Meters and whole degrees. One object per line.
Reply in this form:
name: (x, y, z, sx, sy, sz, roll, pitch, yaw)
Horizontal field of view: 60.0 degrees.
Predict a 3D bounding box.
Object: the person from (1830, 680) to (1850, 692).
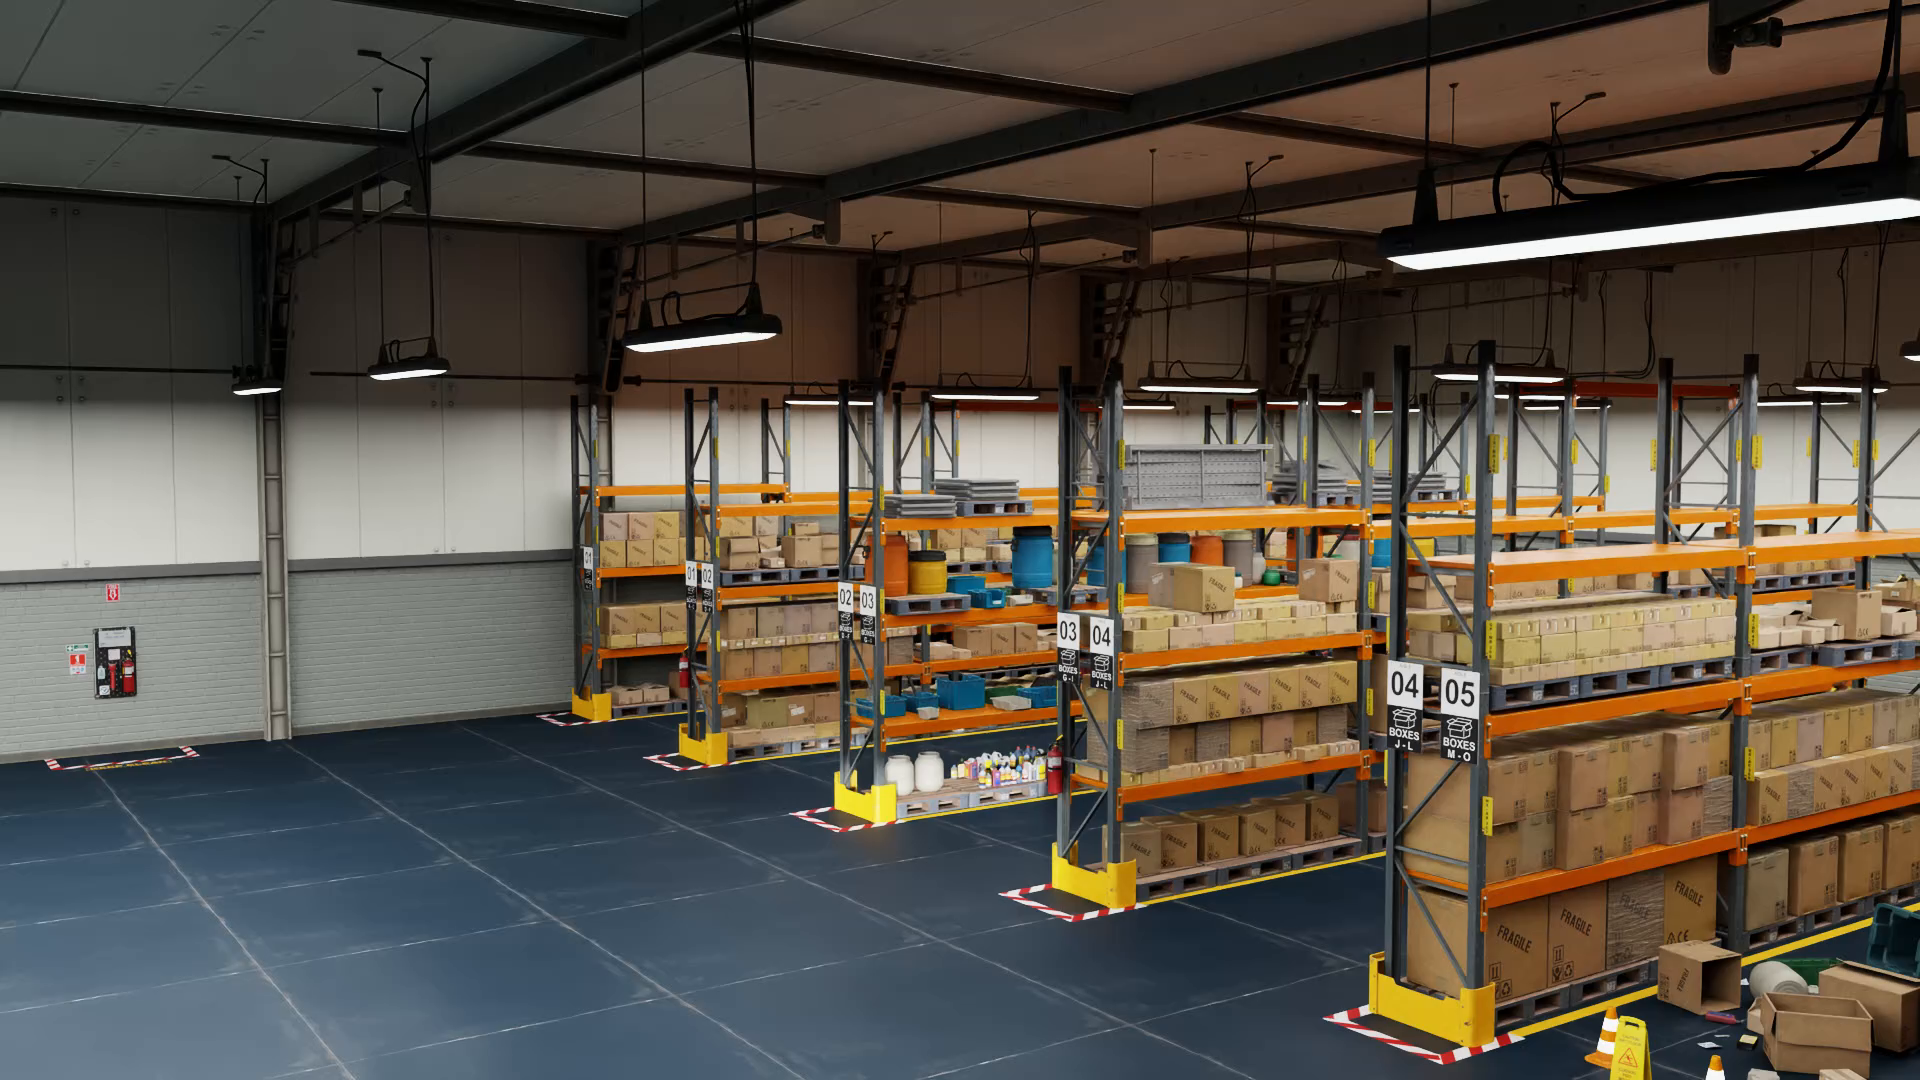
person: (13.152, 2.790, 24.865, 1.092, 1.698, 0.520, -3, 4, -39)
